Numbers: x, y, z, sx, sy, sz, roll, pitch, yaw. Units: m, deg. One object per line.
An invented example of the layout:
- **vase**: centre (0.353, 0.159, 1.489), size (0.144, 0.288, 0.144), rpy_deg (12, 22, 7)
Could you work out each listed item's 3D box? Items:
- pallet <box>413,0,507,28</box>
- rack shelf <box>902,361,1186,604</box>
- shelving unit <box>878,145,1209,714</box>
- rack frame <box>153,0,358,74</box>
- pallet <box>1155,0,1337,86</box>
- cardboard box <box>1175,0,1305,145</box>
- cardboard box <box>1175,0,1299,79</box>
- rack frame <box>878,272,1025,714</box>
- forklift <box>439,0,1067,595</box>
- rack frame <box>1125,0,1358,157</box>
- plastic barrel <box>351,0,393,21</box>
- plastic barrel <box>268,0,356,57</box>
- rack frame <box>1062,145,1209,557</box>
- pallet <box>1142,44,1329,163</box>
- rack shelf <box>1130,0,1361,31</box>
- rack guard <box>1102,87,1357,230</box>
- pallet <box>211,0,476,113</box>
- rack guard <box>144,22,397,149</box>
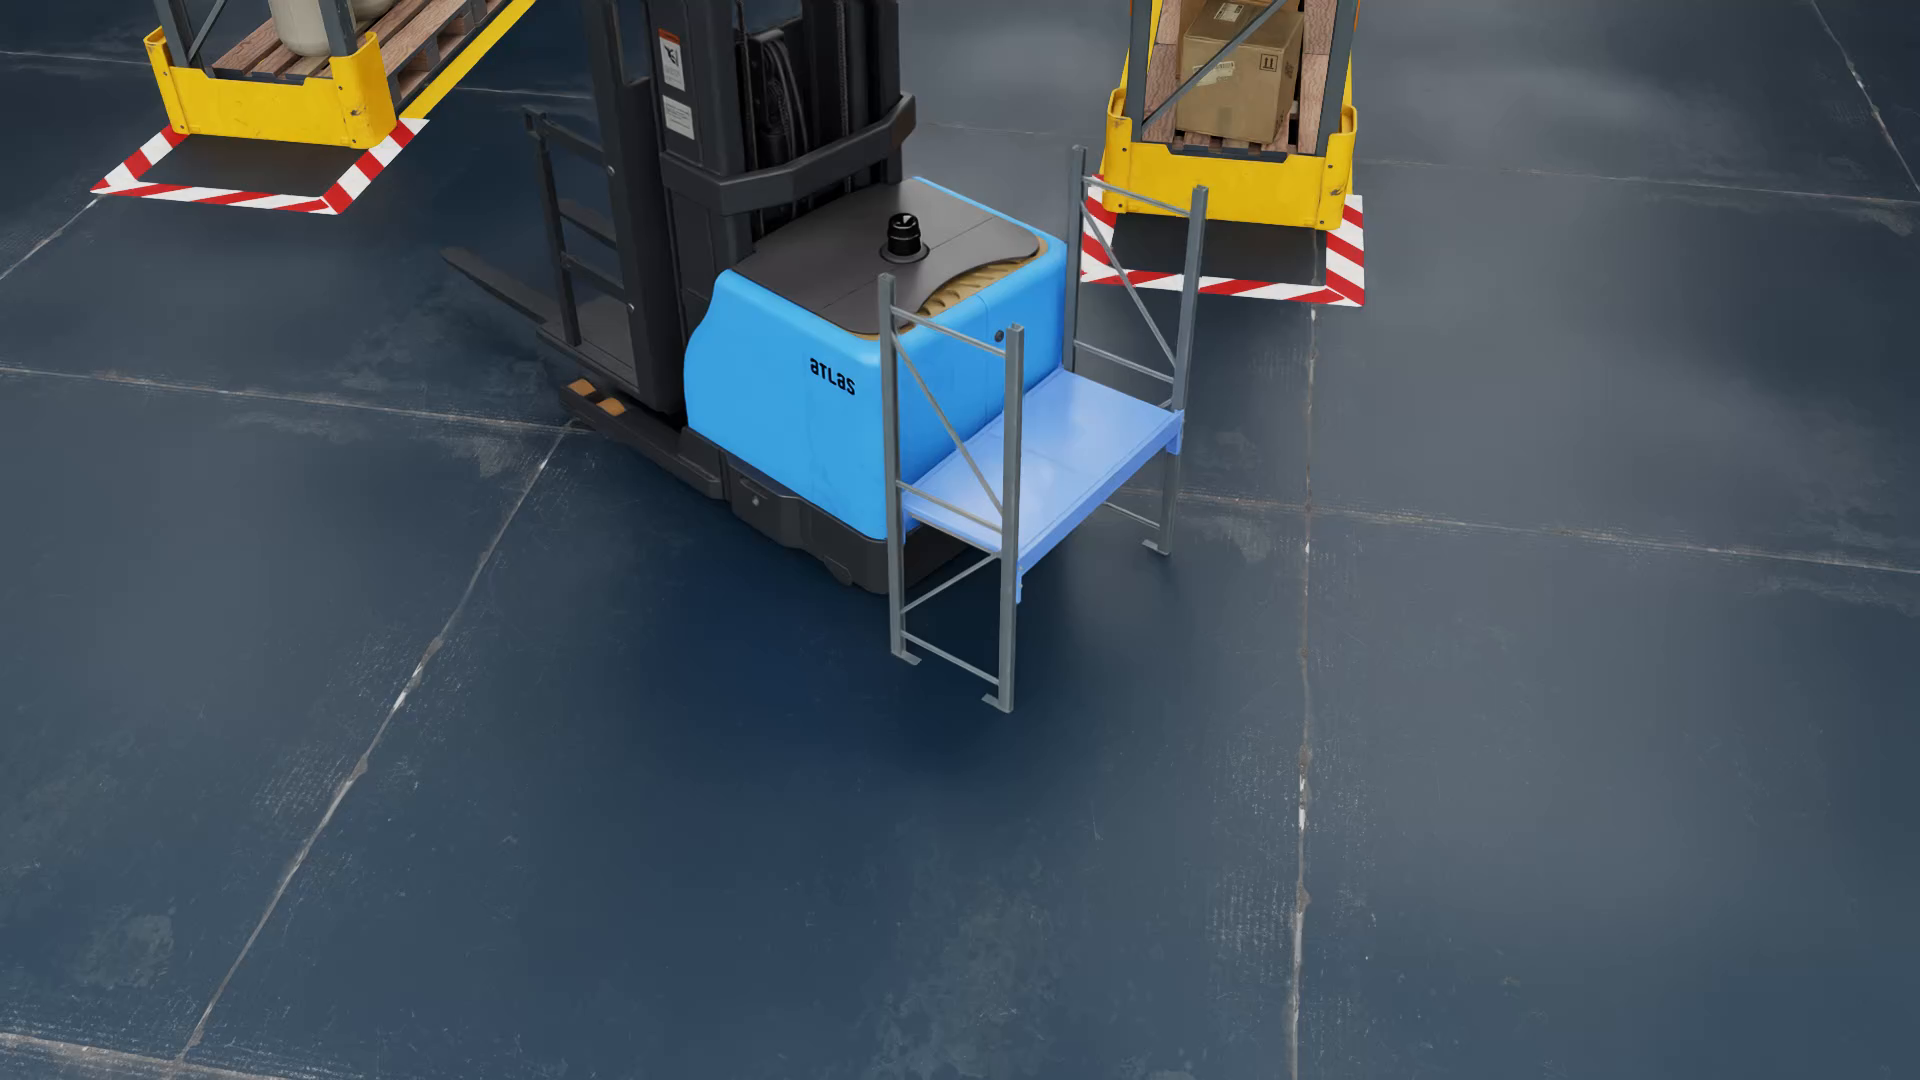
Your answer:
- **pallet**: centre (-3.266, -3.574, 10.407), size (1.003, 0.211, 1.213), rpy_deg (6, 40, 8)
- **rack shelf**: centre (0.273, -0.221, 5.622), size (0.538, 0.185, 1.000), rpy_deg (25, 46, 27)
- **shelving unit**: centre (0.273, -0.359, 5.508), size (0.538, 1.500, 1.048), rpy_deg (25, 46, 27)
- **rack frame**: centre (-3.592, -3.323, 7.915), size (1.000, 3.000, 0.127), rpy_deg (6, 40, 8)
- **pallet**: centre (1.688, -3.019, 9.736), size (1.003, 0.211, 1.213), rpy_deg (6, 40, 8)
- **cardboard box**: centre (1.411, -2.365, 8.389), size (0.500, 0.500, 0.500), rpy_deg (14, 41, 16)
- **cardboard box**: centre (1.481, -2.744, 8.847), size (0.500, 0.500, 0.500), rpy_deg (17, 42, 19)
- **rack frame**: centre (-0.030, -0.099, 5.193), size (0.500, 1.500, 0.032), rpy_deg (25, 46, 27)
- **forklift**: centre (-1.008, -1.754, 6.071), size (3.031, 2.935, 1.130), rpy_deg (31, 48, 32)
- **rack frame**: centre (1.287, -2.777, 7.255), size (1.000, 3.000, 0.127), rpy_deg (6, 40, 8)
- **plastic barrel**: centre (-3.466, -3.262, 9.464), size (0.421, 0.512, 0.421), rpy_deg (0, 40, 0)
- **plastic barrel**: centre (-3.553, -2.947, 9.084), size (0.421, 0.512, 0.421), rpy_deg (0, 40, 0)
- **rack frame**: centre (0.576, -0.620, 5.822), size (0.500, 1.500, 0.032), rpy_deg (25, 46, 27)
- **pallet**: centre (1.475, -2.256, 8.813), size (1.003, 0.211, 1.213), rpy_deg (6, 40, 8)
- **rack shelf**: centre (1.633, -3.755, 9.002), size (1.077, 0.370, 4.000), rpy_deg (6, 40, 8)
- **rack guard**: centre (1.300, -1.861, 8.109), size (1.175, 0.500, 0.348), rpy_deg (6, 40, 8)
- **pallet**: centre (-3.479, -2.810, 9.484), size (1.003, 0.211, 1.213), rpy_deg (6, 40, 8)
- **rack guard**: centre (-3.625, -2.412, 8.776), size (1.175, 0.500, 0.348), rpy_deg (6, 40, 8)
